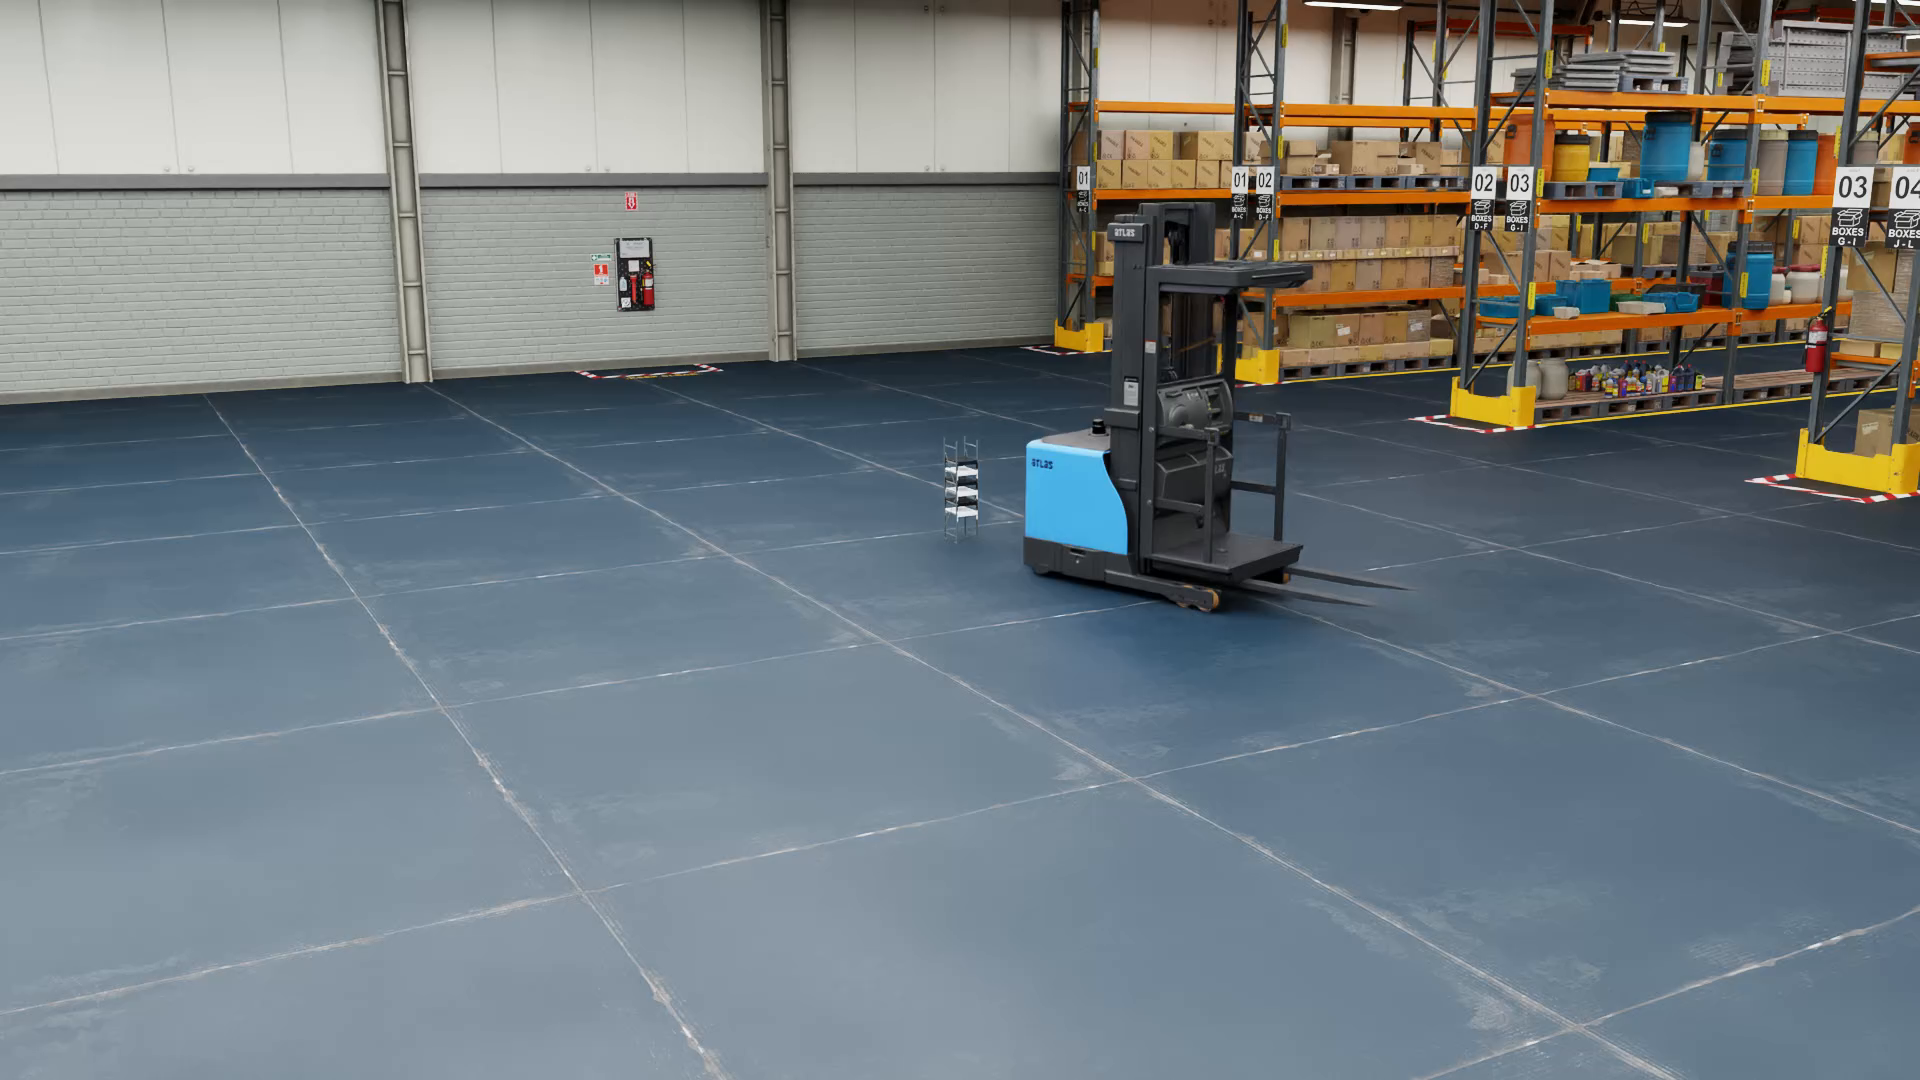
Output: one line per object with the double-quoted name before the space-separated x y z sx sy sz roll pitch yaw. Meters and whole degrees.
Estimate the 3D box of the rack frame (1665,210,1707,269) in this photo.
"rack frame" 16.110 -6.585 37.039 0.127 3.000 1.000 -7 14 -28

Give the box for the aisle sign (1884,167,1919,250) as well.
"aisle sign" 9.276 -3.242 16.264 0.004 0.787 0.394 -7 14 -28

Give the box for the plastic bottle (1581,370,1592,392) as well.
"plastic bottle" 8.501 -2.161 22.564 0.133 0.283 0.061 -7 14 -28

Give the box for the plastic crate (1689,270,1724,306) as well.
"plastic crate" 10.603 -3.555 23.427 0.583 0.464 0.402 -7 14 -28

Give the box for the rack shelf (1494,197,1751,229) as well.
"rack shelf" 8.569 -4.316 21.761 4.000 0.370 1.077 -7 14 -28

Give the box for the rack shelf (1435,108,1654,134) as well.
"rack shelf" 9.710 -6.960 27.589 4.000 0.370 1.077 -7 14 -28

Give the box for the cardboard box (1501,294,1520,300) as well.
"cardboard box" 11.312 -5.133 34.526 0.750 0.750 0.750 -6 14 -26

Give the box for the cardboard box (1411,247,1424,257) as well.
"cardboard box" 7.142 -4.583 26.435 0.250 0.149 0.380 -7 14 -28

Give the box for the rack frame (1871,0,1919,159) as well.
"rack frame" 13.835 -6.761 24.157 0.127 3.000 1.000 -7 14 -28

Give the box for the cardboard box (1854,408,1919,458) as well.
"cardboard box" 9.743 -1.086 17.341 0.500 0.500 0.500 -4 13 -17

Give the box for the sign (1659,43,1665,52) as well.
"sign" 11.734 -8.143 27.807 0.005 0.325 0.100 -7 14 -28

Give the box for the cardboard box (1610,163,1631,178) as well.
"cardboard box" 11.094 -6.326 28.440 0.500 0.250 0.500 -8 15 -32

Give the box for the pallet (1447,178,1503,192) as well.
"pallet" 8.722 -5.834 27.305 1.217 0.209 0.805 -8 15 -30

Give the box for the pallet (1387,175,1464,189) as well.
"pallet" 7.218 -5.694 26.449 1.213 0.211 1.003 -7 14 -28

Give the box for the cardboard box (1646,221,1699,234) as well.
"cardboard box" 15.667 -6.676 36.759 0.700 0.700 0.980 -6 14 -25

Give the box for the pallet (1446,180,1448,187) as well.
"pallet" 9.628 -7.193 33.337 1.003 0.211 1.213 -6 14 -25

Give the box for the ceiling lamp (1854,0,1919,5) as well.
"ceiling lamp" 15.414 -8.891 27.485 1.941 0.041 0.237 -7 14 -28

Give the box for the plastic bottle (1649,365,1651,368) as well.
"plastic bottle" 9.564 -2.311 23.249 0.135 0.276 0.152 -6 14 -26

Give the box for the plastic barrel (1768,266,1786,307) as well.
"plastic barrel" 11.269 -3.538 23.191 0.433 0.535 0.433 0 13 0

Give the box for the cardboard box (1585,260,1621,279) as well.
"cardboard box" 11.125 -4.716 28.936 0.500 0.311 0.500 -6 14 -24

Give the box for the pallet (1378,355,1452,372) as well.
"pallet" 7.236 -2.933 27.160 1.213 0.211 1.003 -7 14 -28

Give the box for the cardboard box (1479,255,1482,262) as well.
"cardboard box" 10.373 -5.737 33.794 0.250 0.149 0.380 -6 14 -27

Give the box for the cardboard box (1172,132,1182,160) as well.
"cardboard box" 3.682 -7.166 30.238 0.500 0.500 0.500 -7 14 -28

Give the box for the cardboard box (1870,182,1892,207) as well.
"cardboard box" 9.488 -3.528 16.965 0.500 0.250 0.500 -6 14 -27

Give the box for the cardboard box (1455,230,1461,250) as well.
"cardboard box" 9.637 -5.949 33.262 0.500 0.500 0.500 -6 14 -26

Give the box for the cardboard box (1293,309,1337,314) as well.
"cardboard box" 5.642 -3.399 26.479 0.500 0.500 0.500 -7 14 -28

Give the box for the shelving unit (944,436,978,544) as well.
"shelving unit" 0.007 -0.440 14.514 0.210 0.900 0.258 -7 14 -28

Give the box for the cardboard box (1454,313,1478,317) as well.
"cardboard box" 8.626 -3.660 28.067 0.500 0.311 0.500 -6 14 -26

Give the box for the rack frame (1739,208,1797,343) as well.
"rack frame" 14.976 -5.210 30.929 0.127 3.000 1.000 -7 14 -28

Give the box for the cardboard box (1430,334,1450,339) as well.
"cardboard box" 8.179 -3.332 27.887 0.500 0.250 0.500 -7 14 -28

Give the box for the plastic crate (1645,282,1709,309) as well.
"plastic crate" 9.804 -3.353 22.817 0.504 0.338 0.767 -7 14 -28

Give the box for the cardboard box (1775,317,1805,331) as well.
"cardboard box" 15.448 -4.116 31.187 0.500 0.311 0.500 -7 14 -28

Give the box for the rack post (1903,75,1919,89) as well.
"rack post" 14.452 -6.809 24.539 0.937 0.300 0.954 -7 14 -28

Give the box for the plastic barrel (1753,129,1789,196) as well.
"plastic barrel" 11.241 -5.286 23.291 0.600 0.901 0.600 0 13 0

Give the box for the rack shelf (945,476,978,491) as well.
"rack shelf" 0.007 -0.495 14.502 0.200 0.077 0.258 -7 14 -28

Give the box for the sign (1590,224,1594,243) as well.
"sign" 11.197 -5.419 29.401 0.005 0.325 0.100 -7 14 -28

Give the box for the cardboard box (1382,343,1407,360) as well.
"cardboard box" 6.777 -3.035 26.570 0.500 0.250 0.500 -7 14 -28

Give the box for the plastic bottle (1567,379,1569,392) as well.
"plastic bottle" 8.215 -2.120 22.569 0.097 0.201 0.097 0 13 0

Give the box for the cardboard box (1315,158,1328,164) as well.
"cardboard box" 5.328 -5.783 25.709 0.500 0.250 0.500 -7 14 -28

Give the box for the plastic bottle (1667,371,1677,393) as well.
"plastic bottle" 9.606 -2.135 22.447 0.133 0.283 0.061 -6 14 -24

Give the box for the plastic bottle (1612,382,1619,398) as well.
"plastic bottle" 8.645 -1.984 21.964 0.097 0.201 0.097 0 13 0

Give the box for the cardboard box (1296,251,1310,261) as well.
"cardboard box" 5.121 -4.341 25.362 0.250 0.149 0.380 -7 15 -29

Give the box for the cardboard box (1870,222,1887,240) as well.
"cardboard box" 17.332 -5.959 31.751 0.500 0.500 0.500 -6 14 -26

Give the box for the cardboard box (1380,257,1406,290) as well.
"cardboard box" 6.666 -4.261 26.482 0.500 0.500 0.700 -7 14 -27

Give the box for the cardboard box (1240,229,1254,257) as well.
"cardboard box" 5.311 -5.516 30.876 0.500 0.500 0.500 -7 14 -28

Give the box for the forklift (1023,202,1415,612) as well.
"forklift" 1.948 -1.031 12.515 3.031 2.935 1.130 11 17 40

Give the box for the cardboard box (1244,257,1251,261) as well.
"cardboard box" 5.307 -5.151 30.963 0.500 0.250 0.500 -7 14 -28

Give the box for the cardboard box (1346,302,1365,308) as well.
"cardboard box" 7.551 -4.564 32.747 0.500 0.500 0.700 -7 14 -28

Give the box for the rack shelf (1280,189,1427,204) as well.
"rack shelf" 7.333 -6.646 32.114 4.000 0.370 1.077 -7 14 -28

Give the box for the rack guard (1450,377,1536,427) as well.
"rack guard" 6.858 -1.790 21.427 0.348 0.500 1.175 -7 14 -28

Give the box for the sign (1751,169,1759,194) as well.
"sign" 10.578 -4.774 22.140 0.005 0.325 0.100 -7 14 -28
